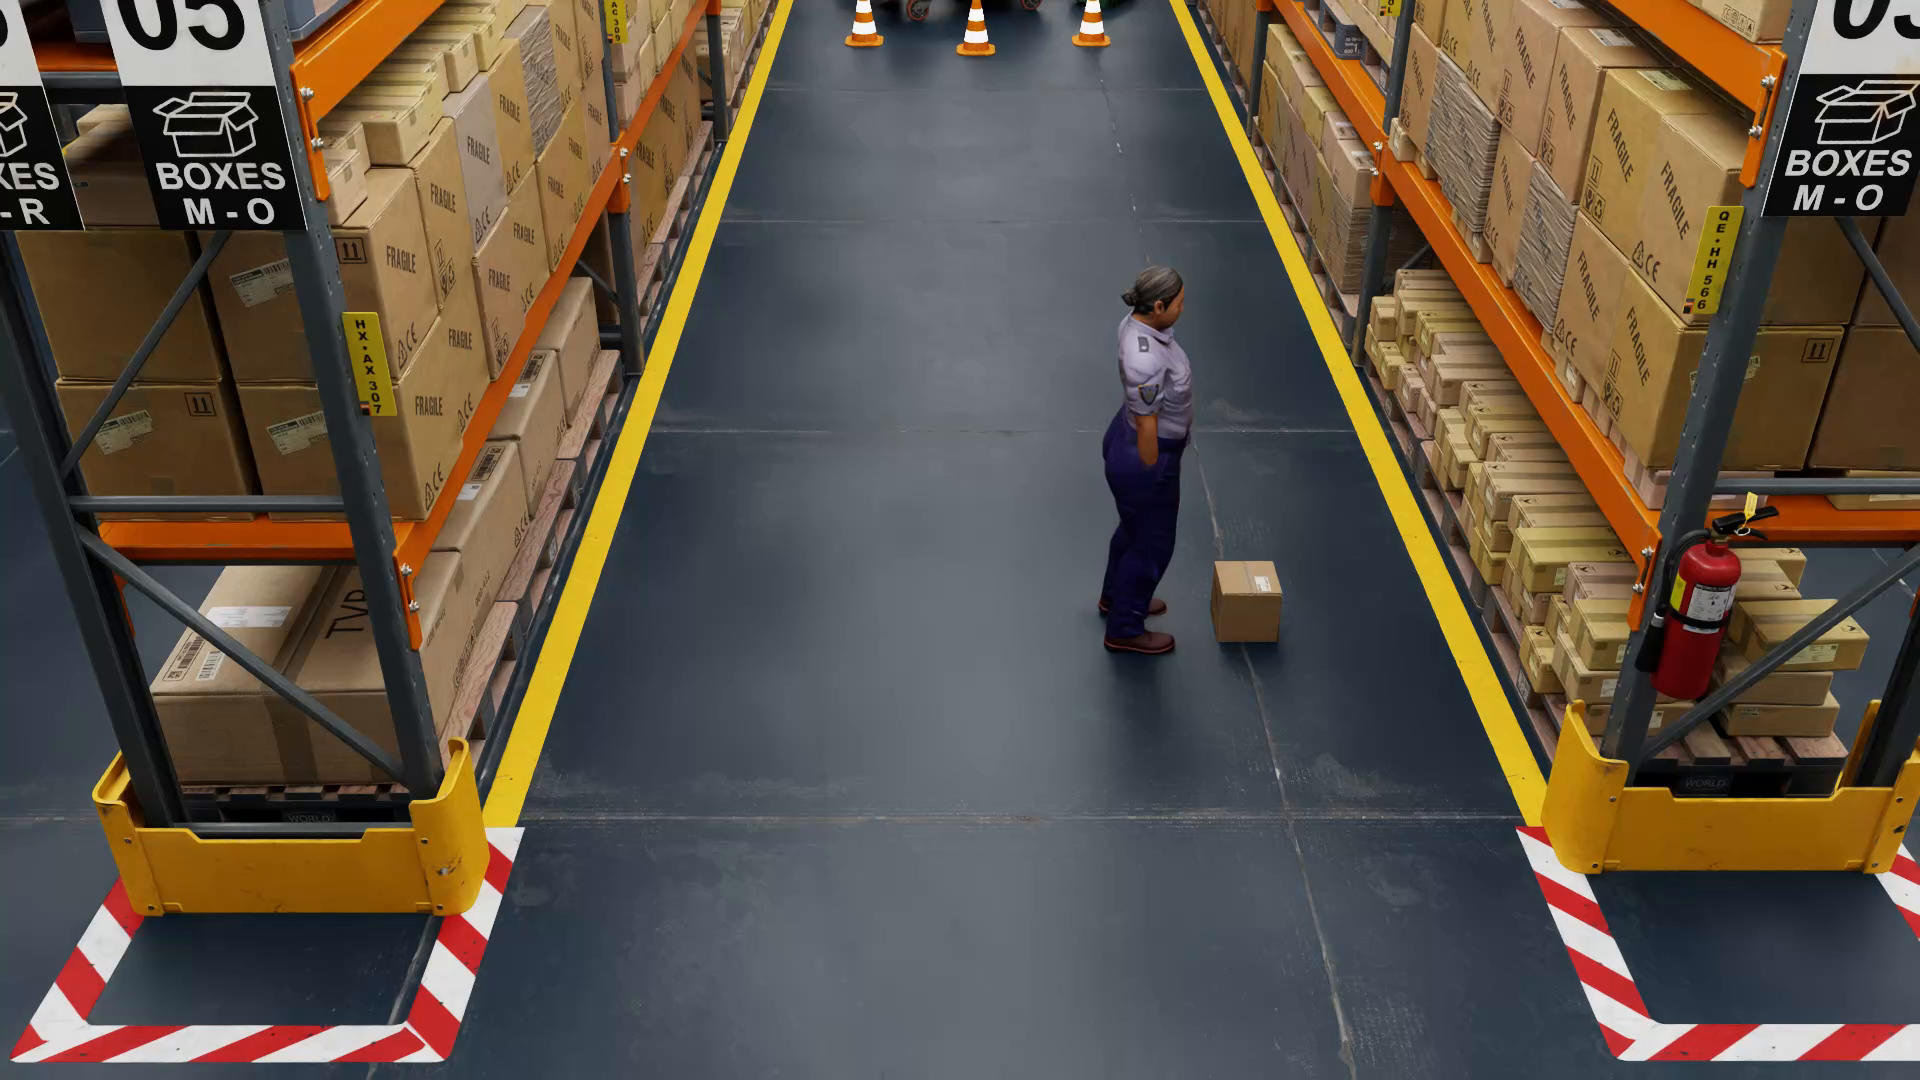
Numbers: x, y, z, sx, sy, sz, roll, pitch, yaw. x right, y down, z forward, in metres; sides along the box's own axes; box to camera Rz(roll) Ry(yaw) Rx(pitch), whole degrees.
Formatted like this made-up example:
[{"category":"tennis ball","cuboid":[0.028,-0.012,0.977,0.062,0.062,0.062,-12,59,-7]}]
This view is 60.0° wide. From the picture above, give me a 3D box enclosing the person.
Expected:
[{"category":"person","cuboid":[0.746,-0.324,6.703,0.340,1.634,0.472,0,32,1]}]
